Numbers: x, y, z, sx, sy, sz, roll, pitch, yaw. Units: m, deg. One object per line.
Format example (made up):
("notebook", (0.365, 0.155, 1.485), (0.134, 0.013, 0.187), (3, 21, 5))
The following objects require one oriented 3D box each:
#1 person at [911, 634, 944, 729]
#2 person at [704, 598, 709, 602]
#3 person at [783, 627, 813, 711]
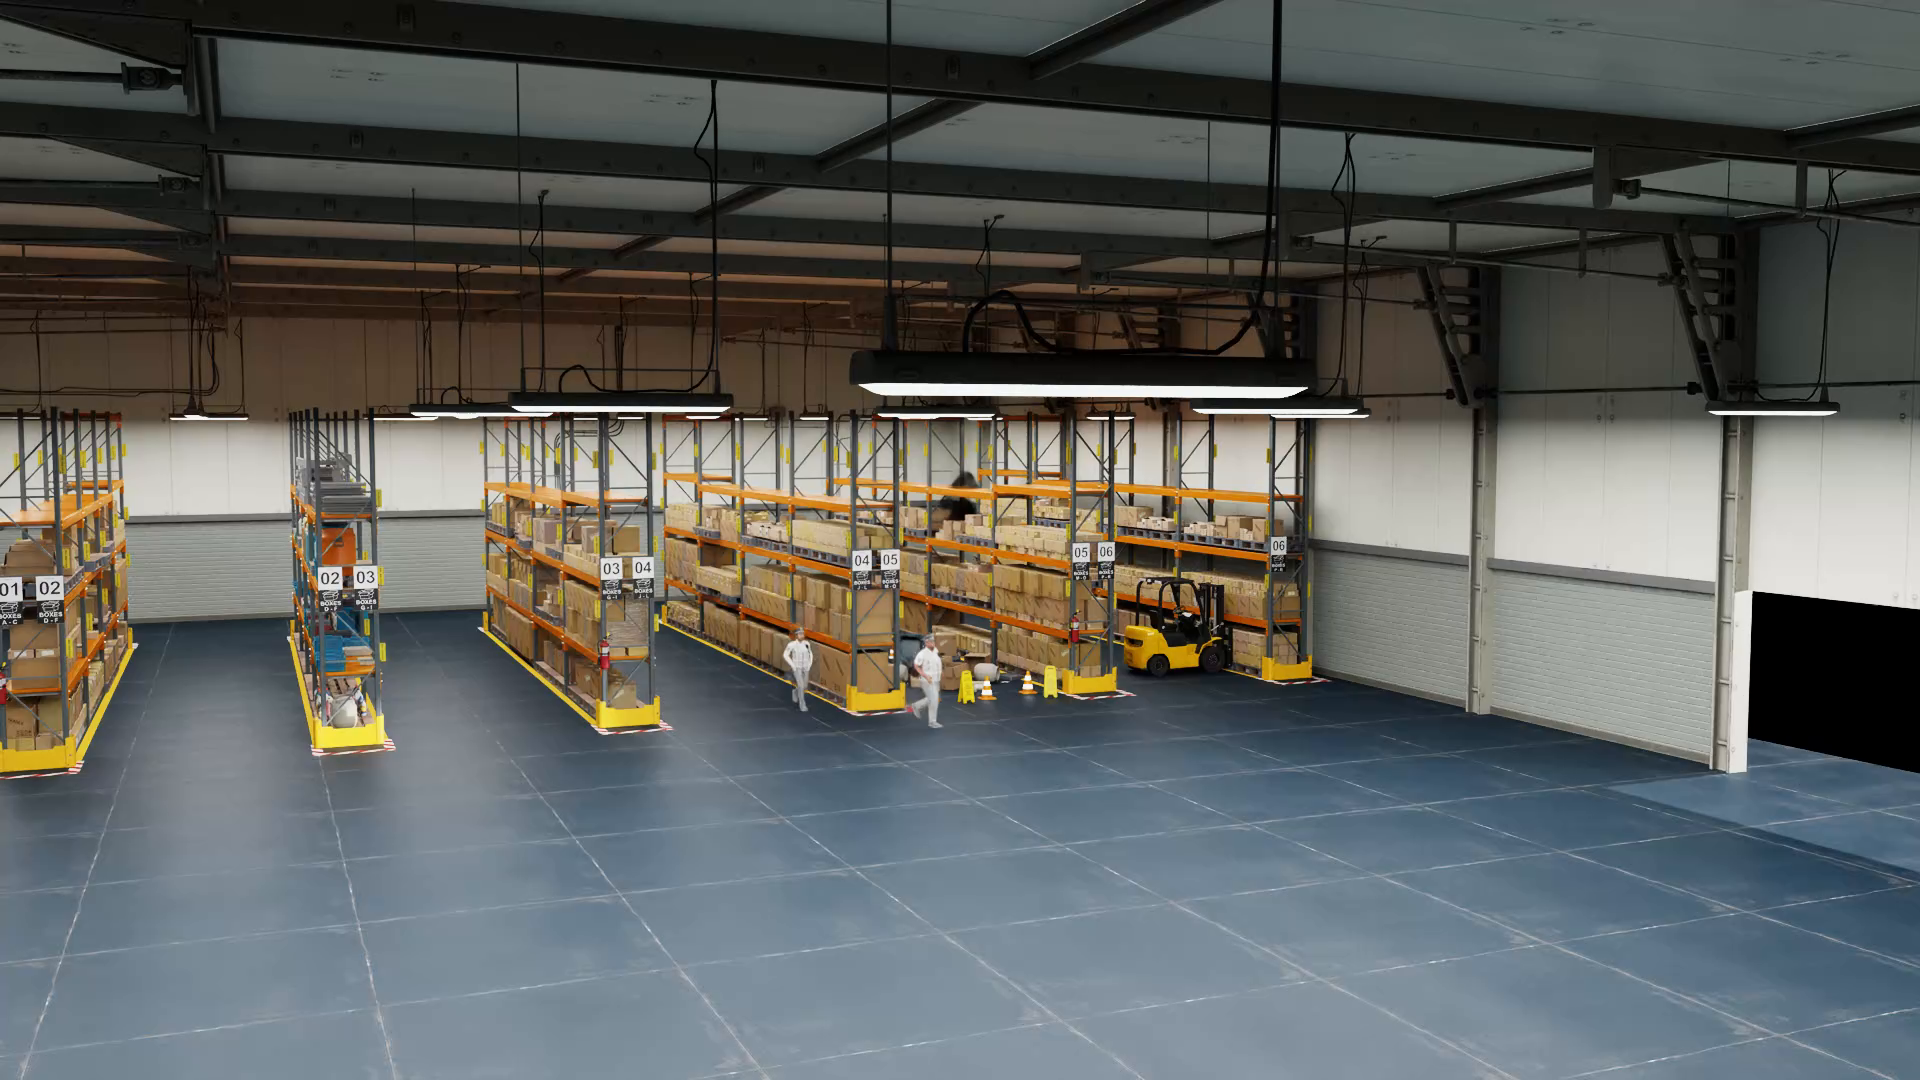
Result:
("person", (-0.618, 2.641, 31.433), (0.751, 1.780, 0.657), (3, 5, 35))
("person", (-7.576, 1.455, 49.292), (0.532, 1.669, 0.742), (2, 4, 22))
("person", (-3.248, 2.568, 33.347), (0.618, 1.673, 0.688), (-2, 5, -32))
